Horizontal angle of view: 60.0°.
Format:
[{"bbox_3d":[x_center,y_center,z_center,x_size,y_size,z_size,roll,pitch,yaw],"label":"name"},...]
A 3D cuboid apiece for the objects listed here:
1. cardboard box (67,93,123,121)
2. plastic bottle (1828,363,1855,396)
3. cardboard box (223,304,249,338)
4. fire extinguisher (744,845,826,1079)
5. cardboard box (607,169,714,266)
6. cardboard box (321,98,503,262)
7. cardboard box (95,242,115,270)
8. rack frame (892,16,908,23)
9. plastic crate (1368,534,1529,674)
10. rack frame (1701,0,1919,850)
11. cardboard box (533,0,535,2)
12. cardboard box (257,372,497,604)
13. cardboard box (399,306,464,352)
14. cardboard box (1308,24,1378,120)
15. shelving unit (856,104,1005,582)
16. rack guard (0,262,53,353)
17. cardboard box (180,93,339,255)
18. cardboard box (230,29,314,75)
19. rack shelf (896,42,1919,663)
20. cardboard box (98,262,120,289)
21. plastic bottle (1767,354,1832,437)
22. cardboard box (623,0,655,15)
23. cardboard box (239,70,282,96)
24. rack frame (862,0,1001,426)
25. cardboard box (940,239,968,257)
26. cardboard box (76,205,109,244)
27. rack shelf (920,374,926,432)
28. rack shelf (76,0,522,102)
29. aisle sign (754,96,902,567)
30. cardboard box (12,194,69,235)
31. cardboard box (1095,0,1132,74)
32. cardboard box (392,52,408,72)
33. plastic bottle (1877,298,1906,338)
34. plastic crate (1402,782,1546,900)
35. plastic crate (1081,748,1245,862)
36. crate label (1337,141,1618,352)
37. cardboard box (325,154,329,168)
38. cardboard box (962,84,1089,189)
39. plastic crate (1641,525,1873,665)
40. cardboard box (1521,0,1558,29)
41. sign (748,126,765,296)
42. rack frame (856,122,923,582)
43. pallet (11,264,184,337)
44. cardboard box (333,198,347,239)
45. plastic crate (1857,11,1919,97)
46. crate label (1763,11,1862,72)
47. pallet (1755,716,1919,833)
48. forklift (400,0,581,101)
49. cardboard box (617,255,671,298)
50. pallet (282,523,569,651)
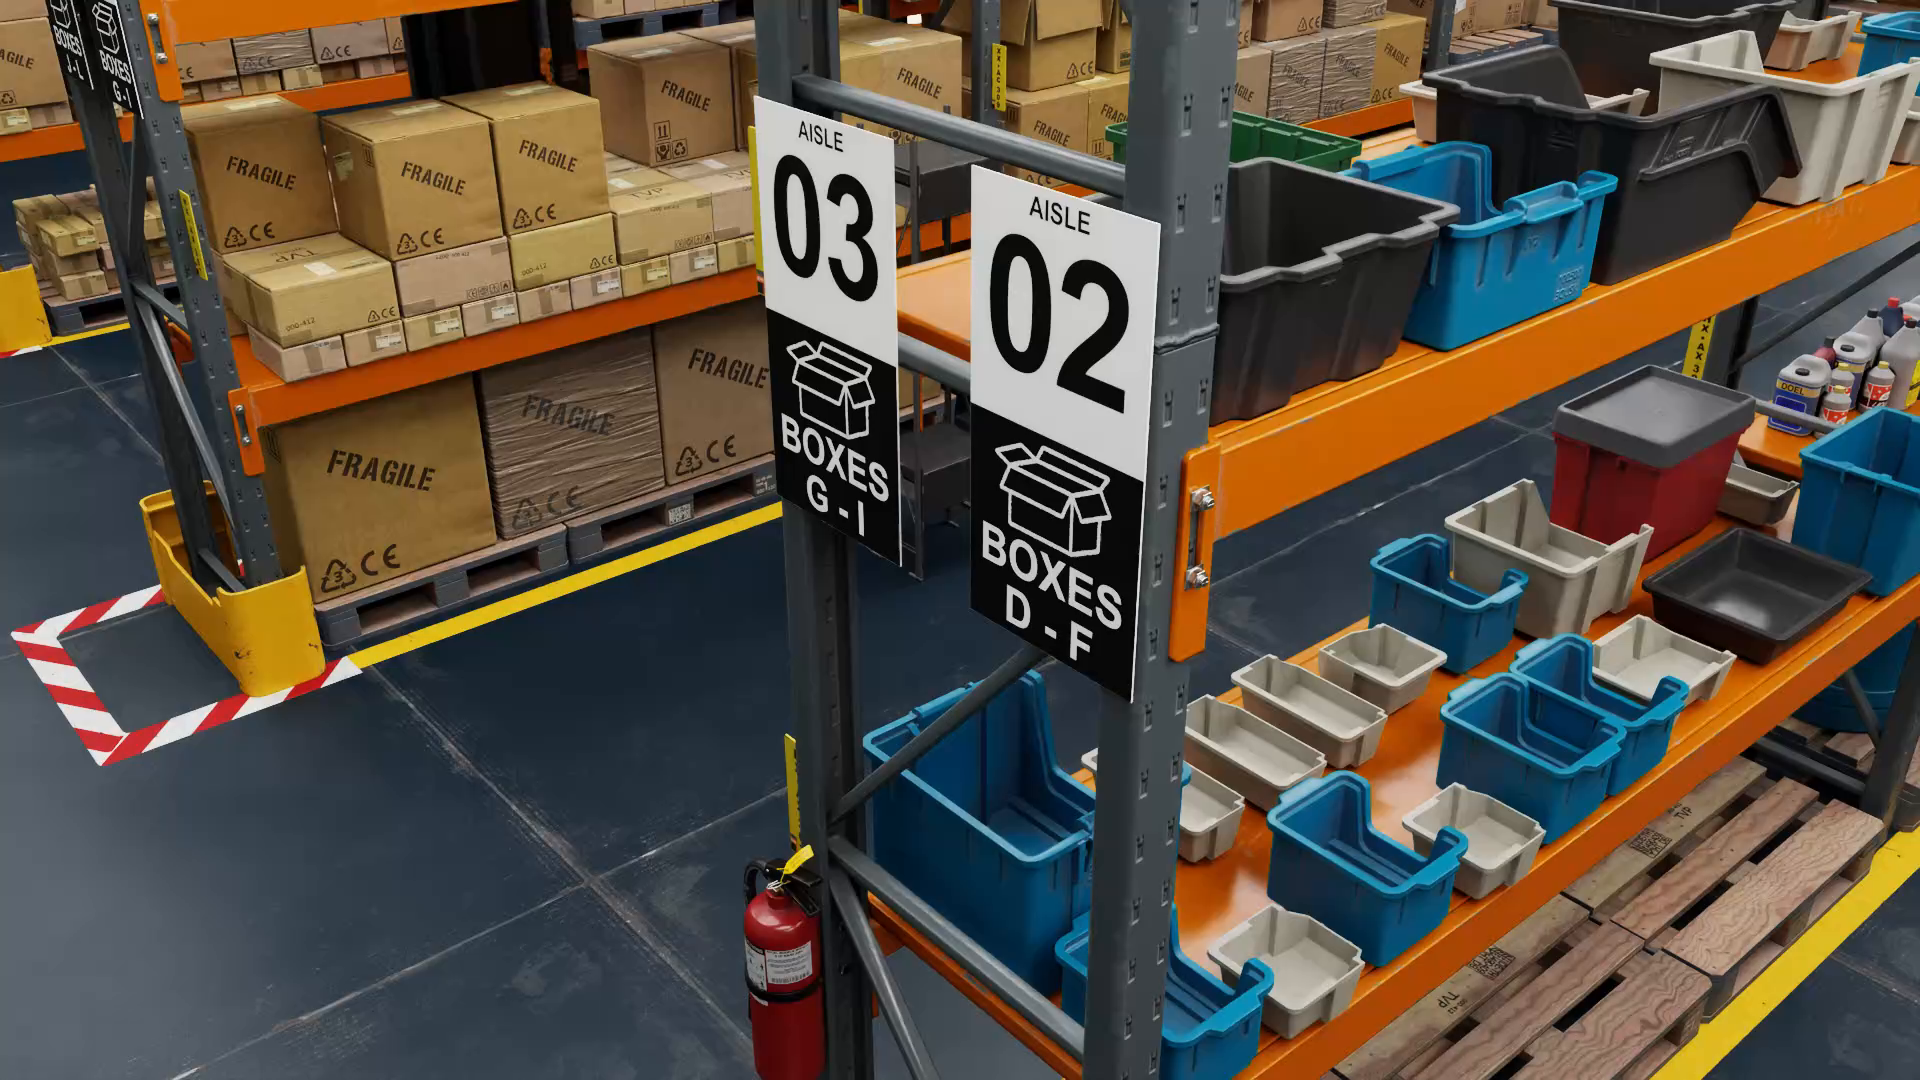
[{"bbox_3d":[-5.483,-2.751,10.483,0.250,0.149,0.380,-23,36,-36],"label":"cardboard box"},{"bbox_3d":[3.353,-0.576,6.357,0.097,0.201,0.097,0,28,0],"label":"plastic bottle"},{"bbox_3d":[-3.149,-1.032,7.265,0.250,0.149,0.380,-21,35,-34],"label":"cardboard box"},{"bbox_3d":[-0.401,0.942,3.782,0.183,0.674,0.296,-22,35,-35],"label":"fire extinguisher"},{"bbox_3d":[-1.496,-1.506,7.729,0.500,0.250,0.500,-23,36,-36],"label":"cardboard box"},{"bbox_3d":[-2.285,-1.514,6.949,0.500,0.500,0.500,-23,36,-36],"label":"cardboard box"},{"bbox_3d":[-5.538,-1.916,10.916,0.250,0.149,0.380,-22,35,-35],"label":"cardboard box"},{"bbox_3d":[-0.262,-5.172,14.746,0.127,3.000,1.000,-22,35,-35],"label":"rack frame"},{"bbox_3d":[1.405,0.188,4.830,0.300,0.233,0.416,-22,35,-35],"label":"plastic crate"},{"bbox_3d":[3.052,-0.363,5.747,0.127,3.000,1.000,-22,35,-35],"label":"rack frame"},{"bbox_3d":[-3.132,-4.215,12.776,0.250,0.149,0.380,-23,36,-36],"label":"cardboard box"},{"bbox_3d":[-2.771,-0.388,7.602,0.875,0.875,0.875,-22,35,-35],"label":"cardboard box"},{"bbox_3d":[-2.333,-0.952,7.116,0.250,0.149,0.380,-23,36,-36],"label":"cardboard box"},{"bbox_3d":[2.282,-3.017,10.606,0.500,0.500,0.500,-22,35,-35],"label":"cardboard box"},{"bbox_3d":[-0.126,-0.875,7.660,0.503,2.100,0.431,-22,35,-35],"label":"shelving unit"},{"bbox_3d":[-6.290,-1.646,10.799,0.348,0.500,1.175,-22,35,-35],"label":"rack guard"},{"bbox_3d":[-3.006,-1.555,7.024,0.500,0.500,0.500,-21,35,-34],"label":"cardboard box"},{"bbox_3d":[-4.672,-3.415,11.036,0.500,0.500,0.500,-23,36,-36],"label":"cardboard box"},{"bbox_3d":[1.530,-0.757,4.065,4.000,0.370,1.077,-22,35,-35],"label":"rack shelf"},{"bbox_3d":[-5.596,-1.808,11.029,0.250,0.149,0.380,-22,35,-35],"label":"cardboard box"},{"bbox_3d":[3.142,-0.545,6.219,0.135,0.276,0.152,-22,35,-35],"label":"plastic bottle"},{"bbox_3d":[-2.500,-4.065,12.496,0.250,0.149,0.380,-21,35,-34],"label":"cardboard box"},{"bbox_3d":[-4.735,-3.091,11.118,0.250,0.149,0.380,-20,34,-33],"label":"cardboard box"},{"bbox_3d":[-0.163,-2.139,9.070,0.127,3.000,1.000,-22,35,-35],"label":"rack frame"},{"bbox_3d":[0.311,-1.590,9.852,0.875,0.875,1.225,-22,35,-35],"label":"cardboard box"},{"bbox_3d":[-5.598,-2.081,10.910,0.250,0.149,0.380,-21,35,-34],"label":"cardboard box"},{"bbox_3d":[-0.126,-0.863,7.667,0.480,0.518,0.431,-22,35,-35],"label":"rack shelf"},{"bbox_3d":[-1.684,-2.533,7.388,4.000,0.370,1.077,-22,35,-35],"label":"rack shelf"},{"bbox_3d":[-0.236,-0.369,3.000,0.004,0.787,0.394,-22,35,-35],"label":"aisle sign"},{"bbox_3d":[-6.110,-2.168,11.072,0.250,0.149,0.380,-21,35,-34],"label":"cardboard box"},{"bbox_3d":[0.847,-3.030,9.567,0.637,0.503,0.797,-21,35,-34],"label":"cardboard box"},{"bbox_3d":[-3.979,-3.434,11.760,0.250,0.149,0.380,-23,36,-36],"label":"cardboard box"},{"bbox_3d":[3.679,-0.797,6.610,0.185,0.351,0.144,-22,35,-35],"label":"plastic bottle"},{"bbox_3d":[1.224,0.717,3.942,0.298,0.136,0.250,-22,35,-35],"label":"plastic crate"},{"bbox_3d":[0.512,0.636,4.094,0.243,0.136,0.396,-22,35,-35],"label":"plastic crate"},{"bbox_3d":[0.920,-0.563,3.097,0.502,0.251,0.408,-22,35,-35],"label":"crate label"},{"bbox_3d":[-4.694,-2.700,12.068,0.250,0.149,0.380,-24,36,-37],"label":"cardboard box"},{"bbox_3d":[0.349,-2.234,9.142,0.500,0.500,0.500,-22,35,-35],"label":"cardboard box"},{"bbox_3d":[2.375,0.170,4.977,0.590,0.125,0.437,-22,35,-35],"label":"plastic crate"},{"bbox_3d":[4.304,-3.912,12.102,0.500,0.250,0.500,-23,36,-36],"label":"cardboard box"},{"bbox_3d":[-0.361,-0.609,3.135,0.005,0.325,0.100,-22,35,-35],"label":"sign"},{"bbox_3d":[-0.312,-0.801,7.521,0.015,2.100,0.400,-22,35,-35],"label":"rack frame"},{"bbox_3d":[-5.649,-1.754,11.308,1.213,0.211,1.003,-22,35,-35],"label":"pallet"},{"bbox_3d":[-2.623,-1.379,7.491,0.500,0.250,0.500,-23,35,-36],"label":"cardboard box"},{"bbox_3d":[2.566,-1.219,4.344,0.300,0.233,0.416,-22,35,-35],"label":"plastic crate"},{"bbox_3d":[2.492,-1.524,5.016,0.466,0.136,0.293,-22,35,-35],"label":"crate label"},{"bbox_3d":[3.666,0.646,6.818,1.213,0.211,1.003,-22,35,-35],"label":"pallet"},{"bbox_3d":[-2.269,-2.366,9.568,3.031,2.935,1.130,-24,37,-38],"label":"forklift"},{"bbox_3d":[-1.552,-1.266,7.703,0.250,0.149,0.380,-23,36,-36],"label":"cardboard box"},{"bbox_3d":[-2.648,0.042,7.948,1.213,0.211,1.003,-22,35,-35],"label":"pallet"}]
